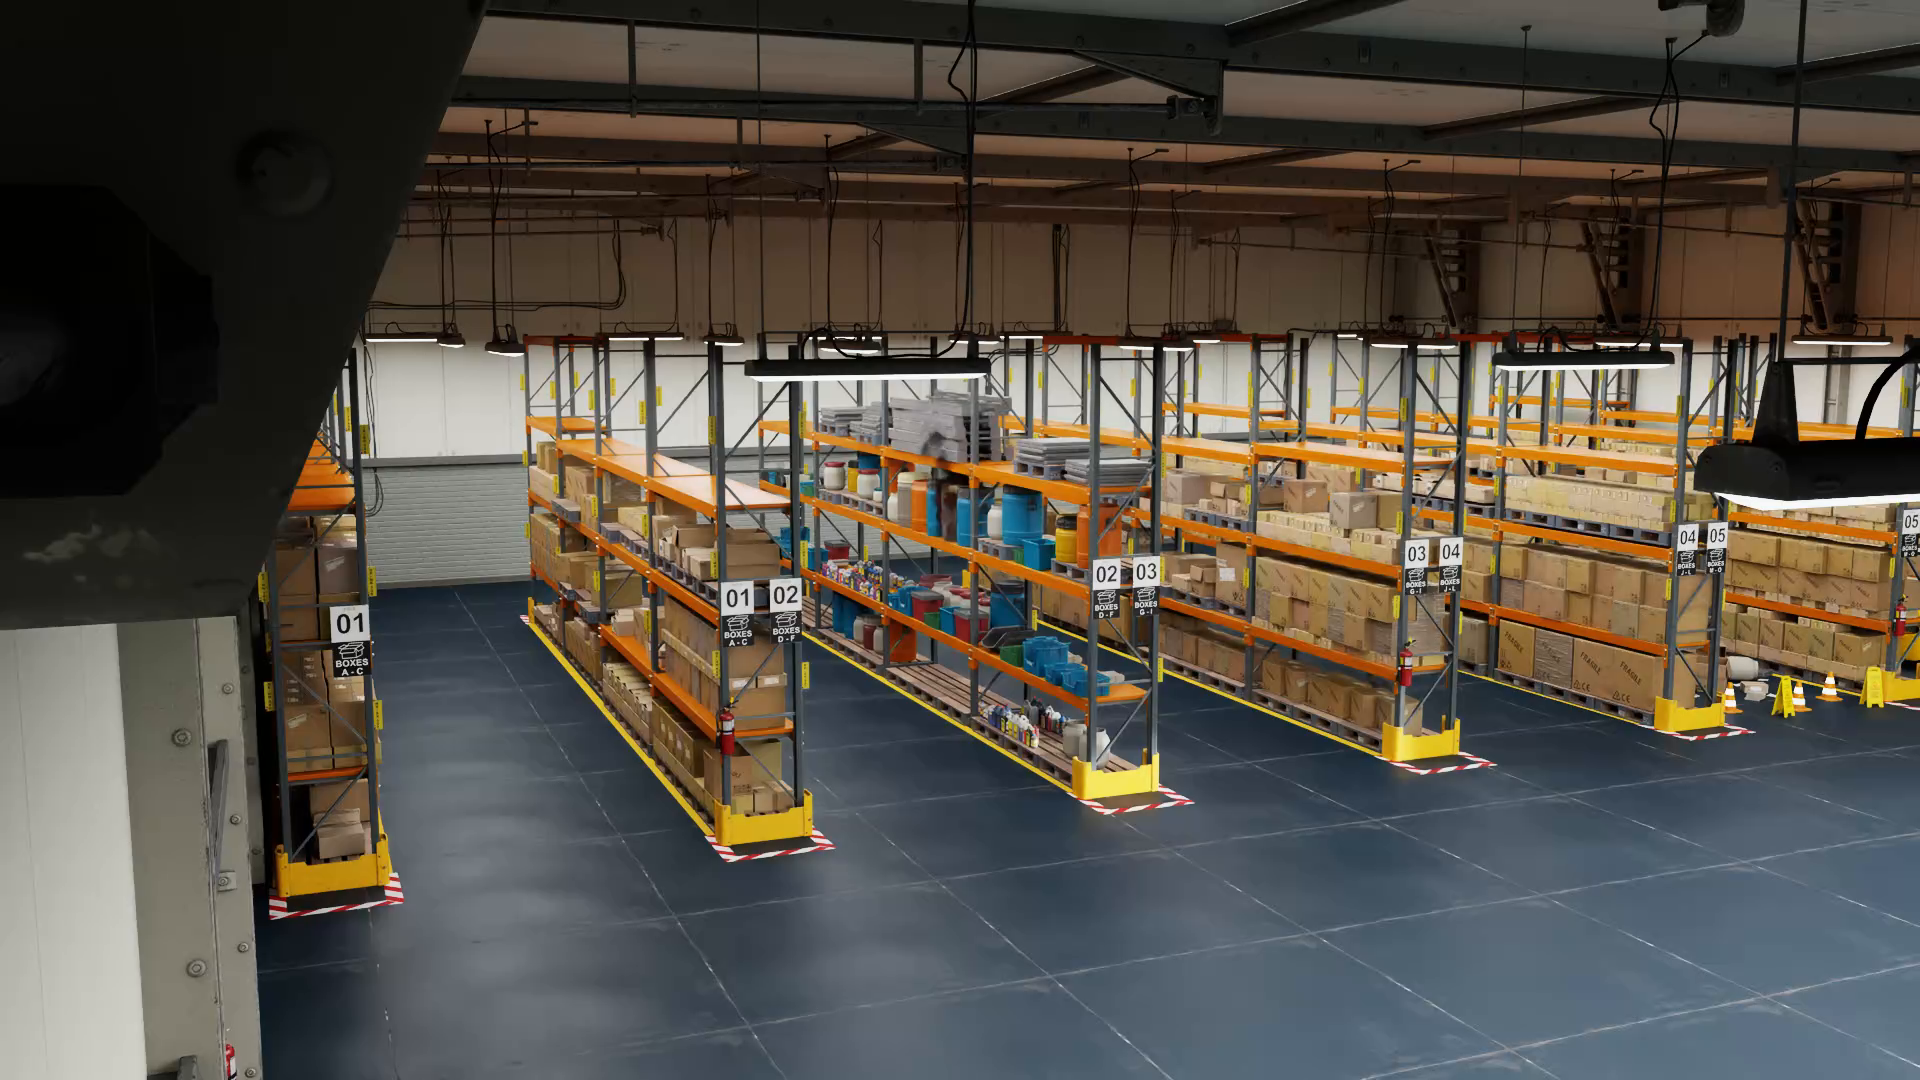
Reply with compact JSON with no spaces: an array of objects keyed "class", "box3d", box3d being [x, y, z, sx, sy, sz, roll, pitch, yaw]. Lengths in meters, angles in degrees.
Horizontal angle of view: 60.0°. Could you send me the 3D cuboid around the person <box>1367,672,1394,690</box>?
[{"class":"person","box3d":[7.328,1.724,28.631,0.599,1.681,0.829,-4,9,-28]}]
